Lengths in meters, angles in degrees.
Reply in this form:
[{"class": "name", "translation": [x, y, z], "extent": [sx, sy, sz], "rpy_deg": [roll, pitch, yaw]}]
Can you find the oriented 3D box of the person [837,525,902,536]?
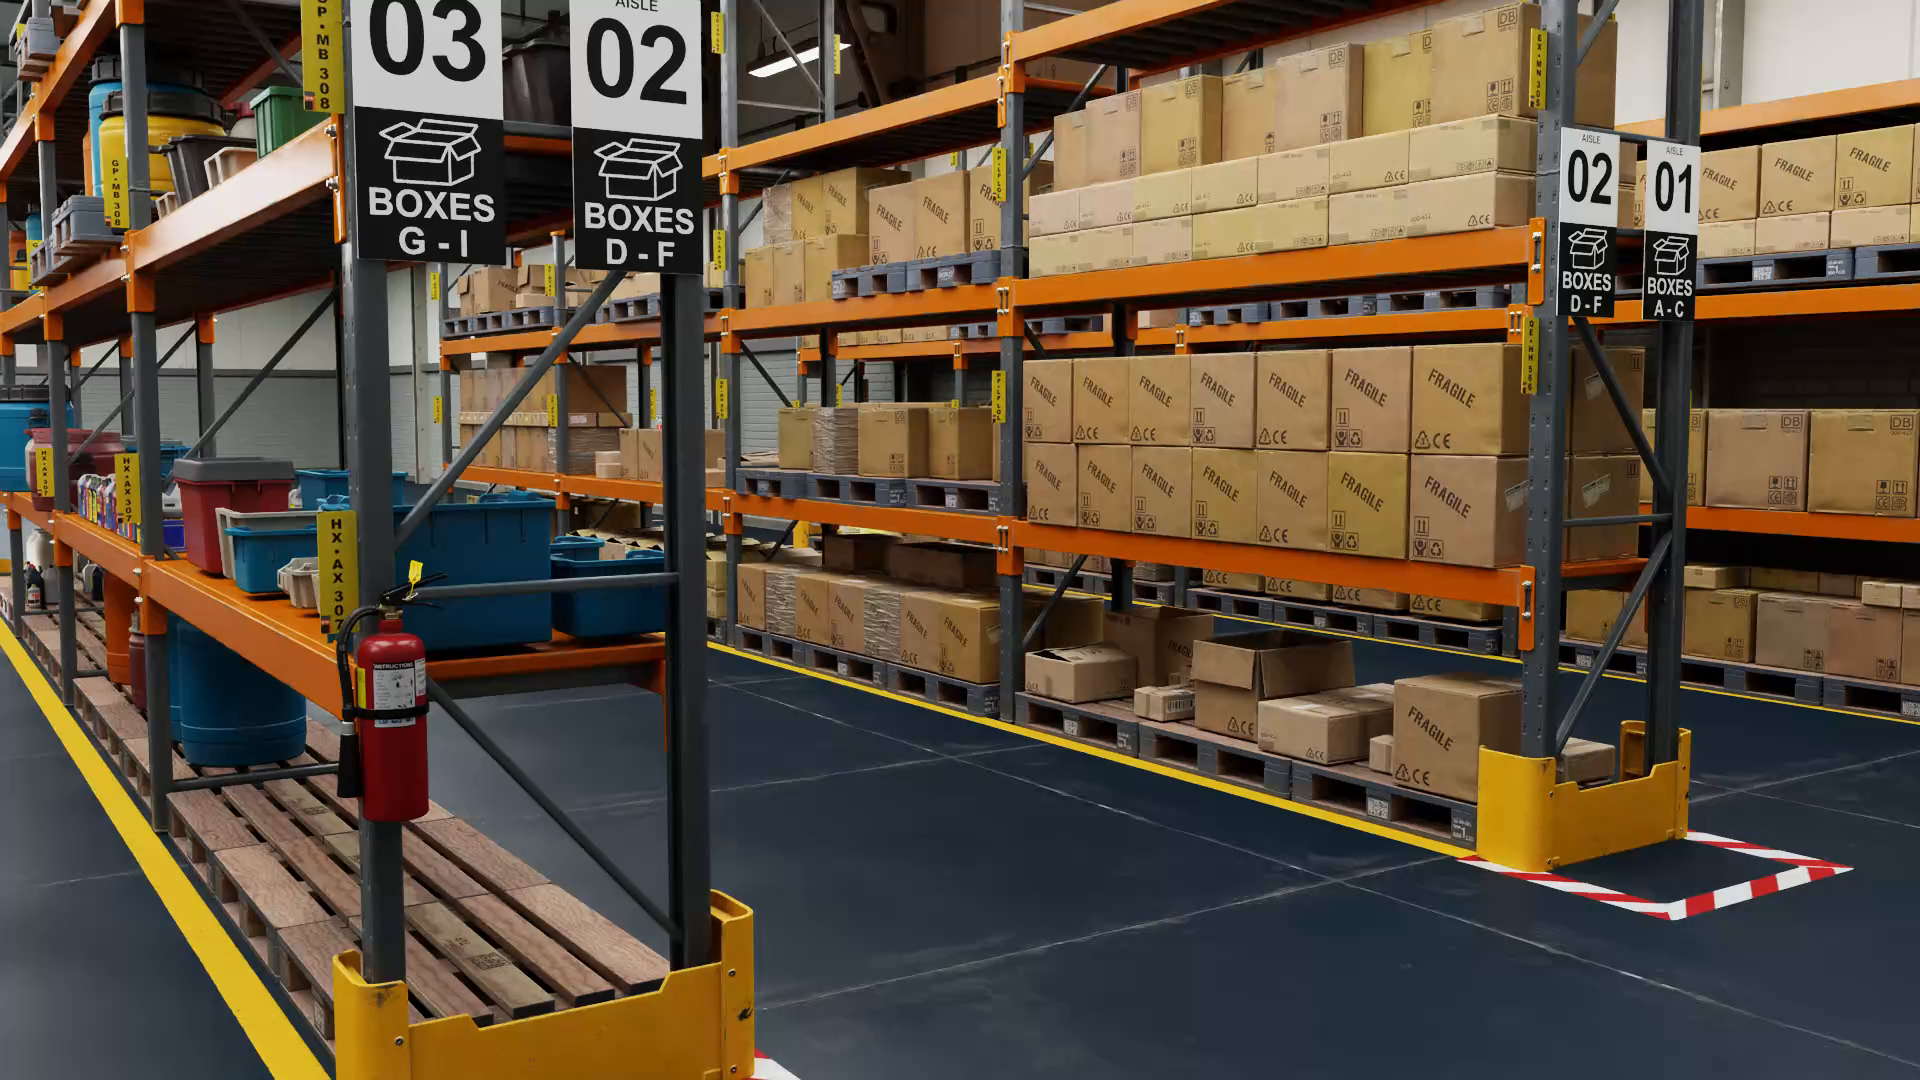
[{"class": "person", "translation": [-0.966, 0.191, 16.116], "extent": [0.510, 1.072, 0.965], "rpy_deg": [-4, 6, -37]}]
